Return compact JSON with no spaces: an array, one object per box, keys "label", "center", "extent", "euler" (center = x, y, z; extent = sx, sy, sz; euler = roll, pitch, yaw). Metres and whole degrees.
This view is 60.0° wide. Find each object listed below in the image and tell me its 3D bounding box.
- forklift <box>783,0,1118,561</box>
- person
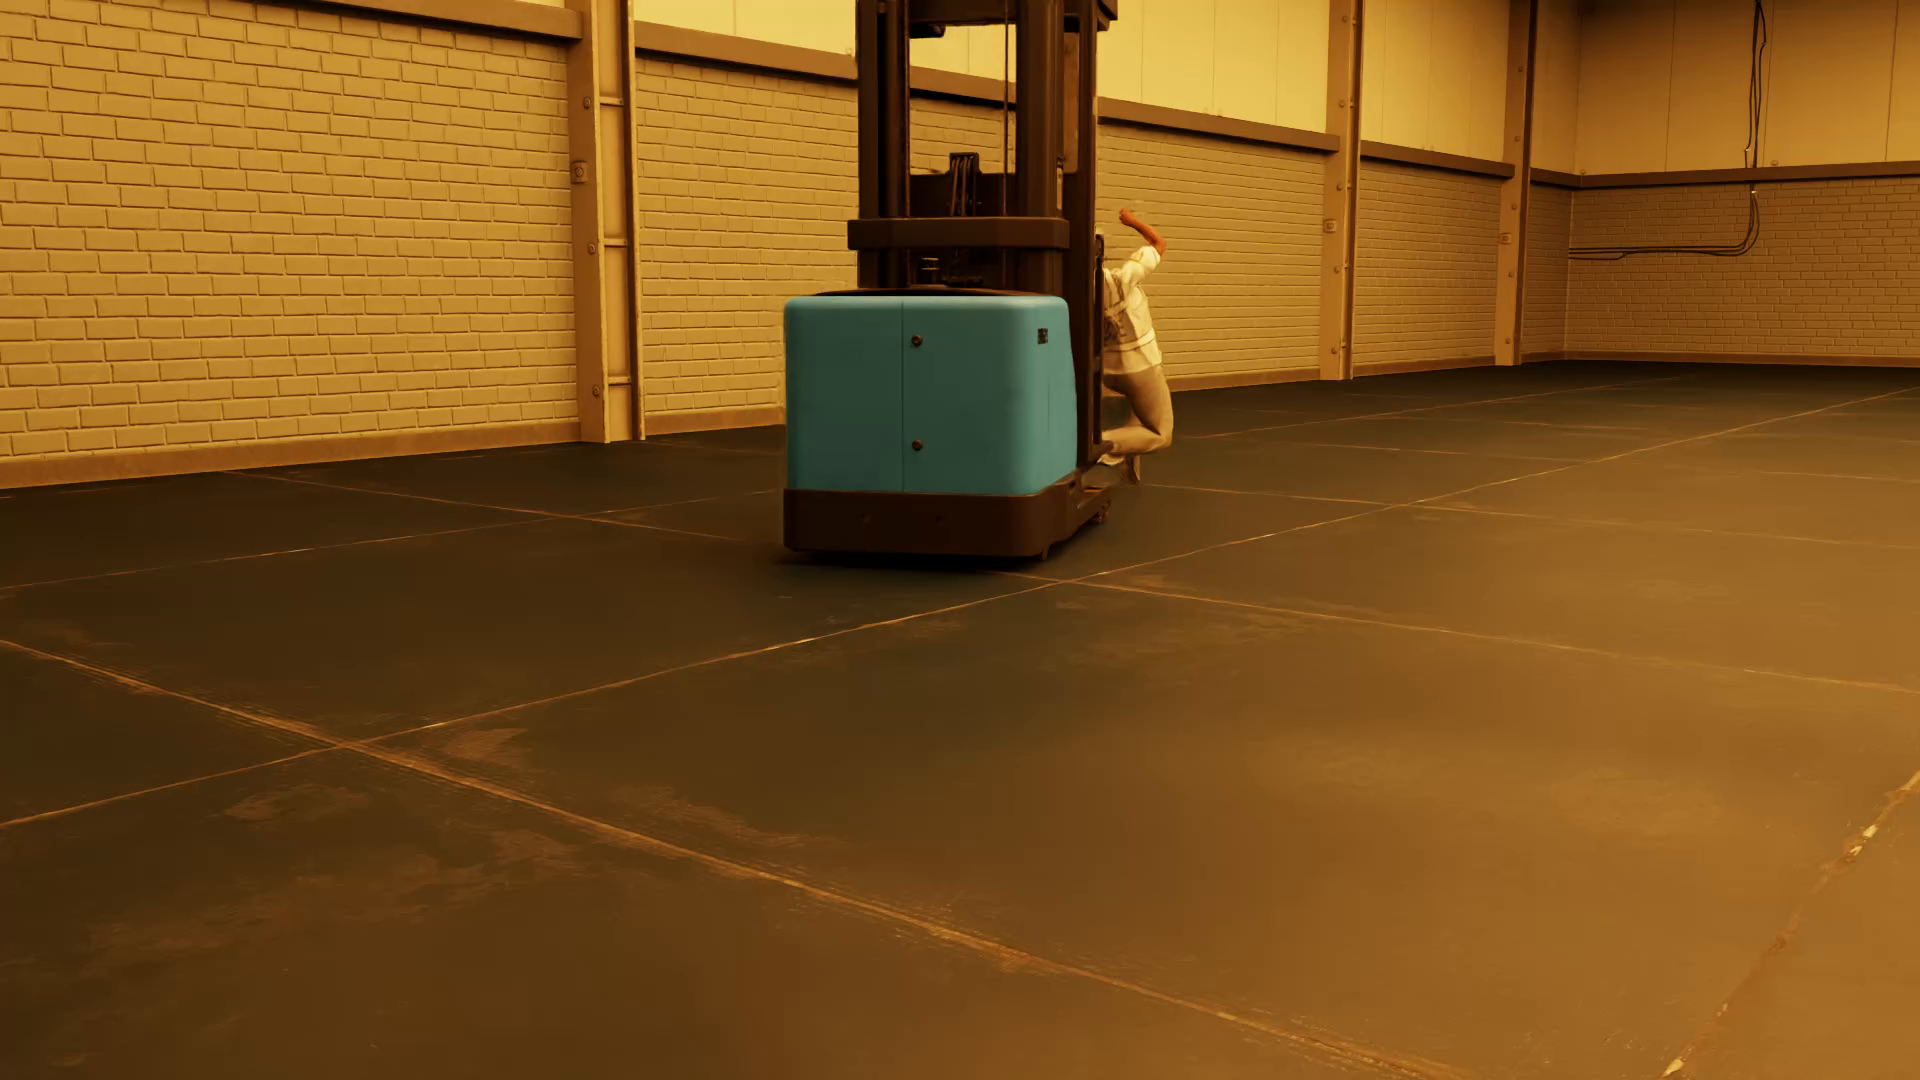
[{"label":"forklift","center":[0.128,-1.540,7.803],"extent":[1.130,2.935,3.031],"euler":[2,9,13]},{"label":"person","center":[0.746,-1.055,9.211],"extent":[0.815,1.544,1.031],"euler":[-7,11,-38]}]
